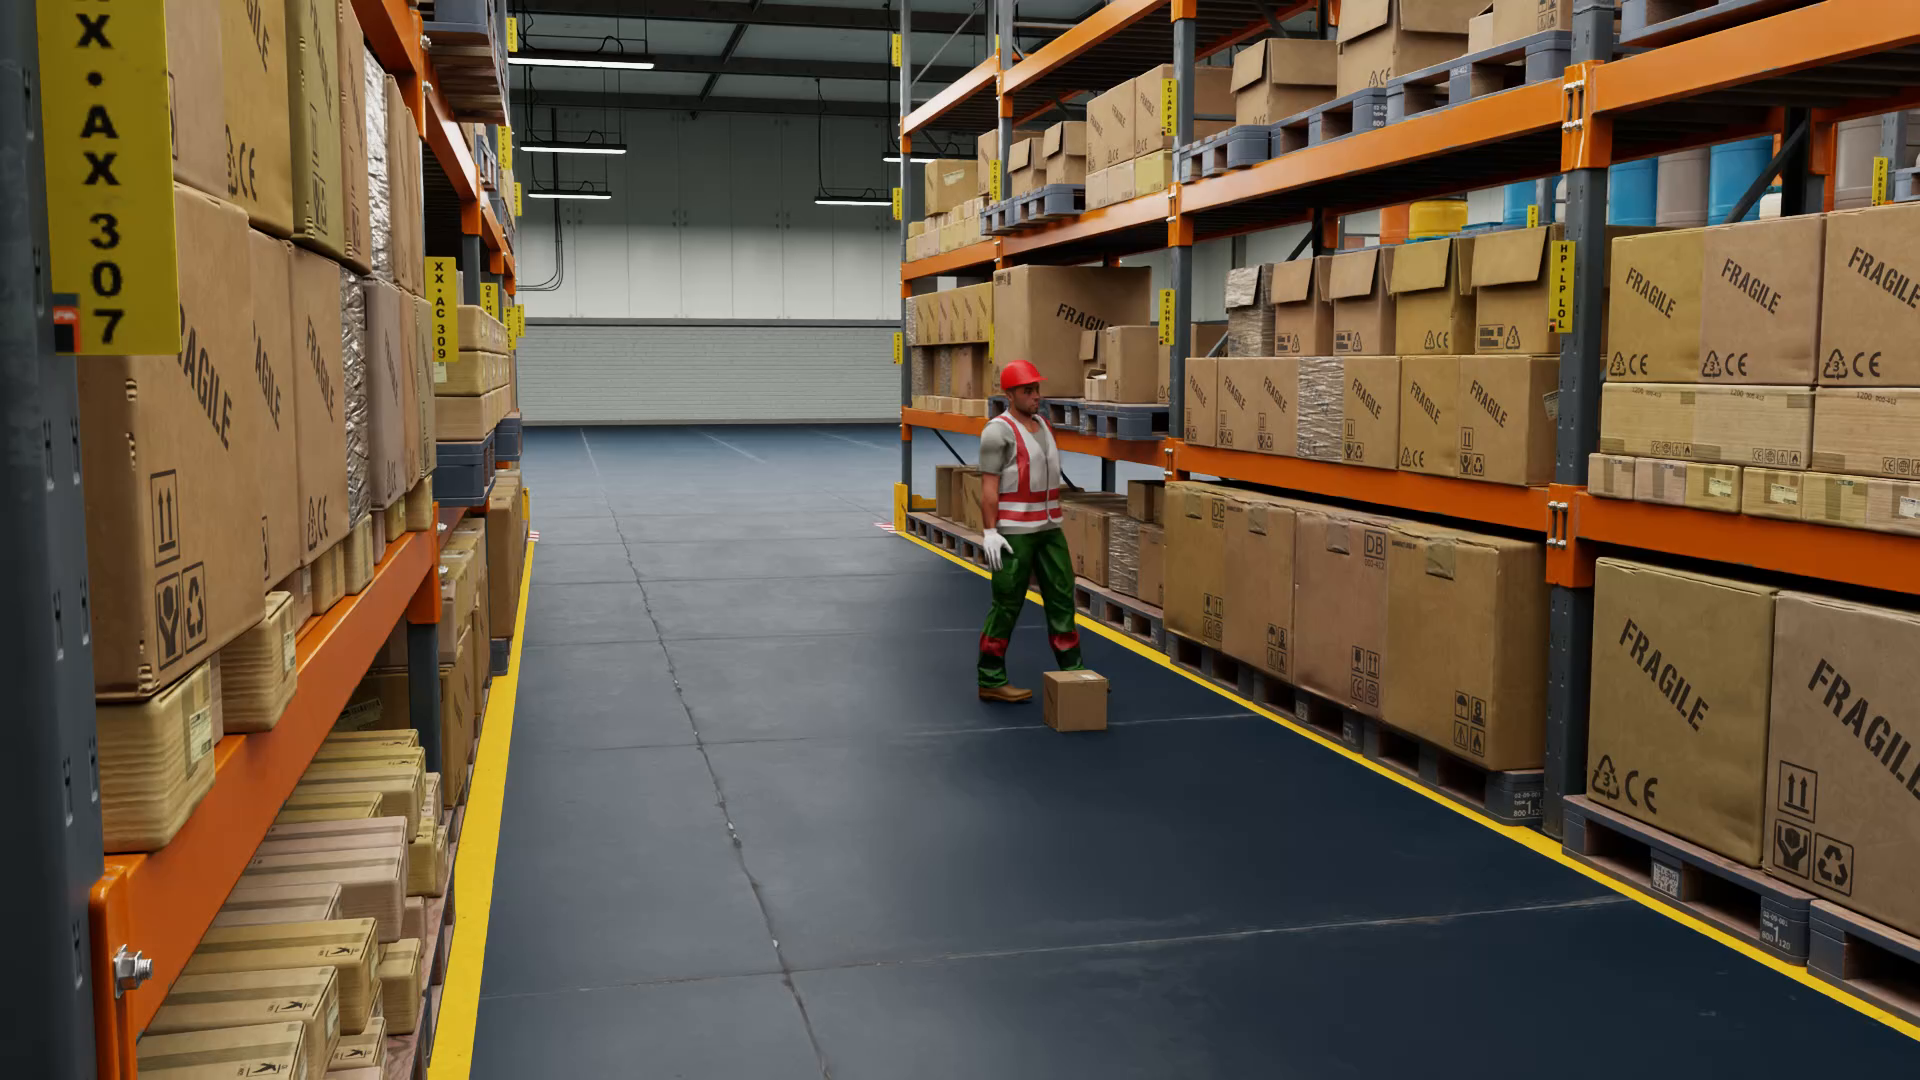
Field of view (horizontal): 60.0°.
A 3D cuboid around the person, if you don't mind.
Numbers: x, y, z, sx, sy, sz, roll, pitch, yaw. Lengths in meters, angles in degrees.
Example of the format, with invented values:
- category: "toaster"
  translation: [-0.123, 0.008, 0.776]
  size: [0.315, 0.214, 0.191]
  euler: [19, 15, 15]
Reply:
- category: "person"
  translation: [0.418, -0.037, 8.568]
  size: [0.654, 1.778, 0.542]
  euler: [6, 8, 42]
